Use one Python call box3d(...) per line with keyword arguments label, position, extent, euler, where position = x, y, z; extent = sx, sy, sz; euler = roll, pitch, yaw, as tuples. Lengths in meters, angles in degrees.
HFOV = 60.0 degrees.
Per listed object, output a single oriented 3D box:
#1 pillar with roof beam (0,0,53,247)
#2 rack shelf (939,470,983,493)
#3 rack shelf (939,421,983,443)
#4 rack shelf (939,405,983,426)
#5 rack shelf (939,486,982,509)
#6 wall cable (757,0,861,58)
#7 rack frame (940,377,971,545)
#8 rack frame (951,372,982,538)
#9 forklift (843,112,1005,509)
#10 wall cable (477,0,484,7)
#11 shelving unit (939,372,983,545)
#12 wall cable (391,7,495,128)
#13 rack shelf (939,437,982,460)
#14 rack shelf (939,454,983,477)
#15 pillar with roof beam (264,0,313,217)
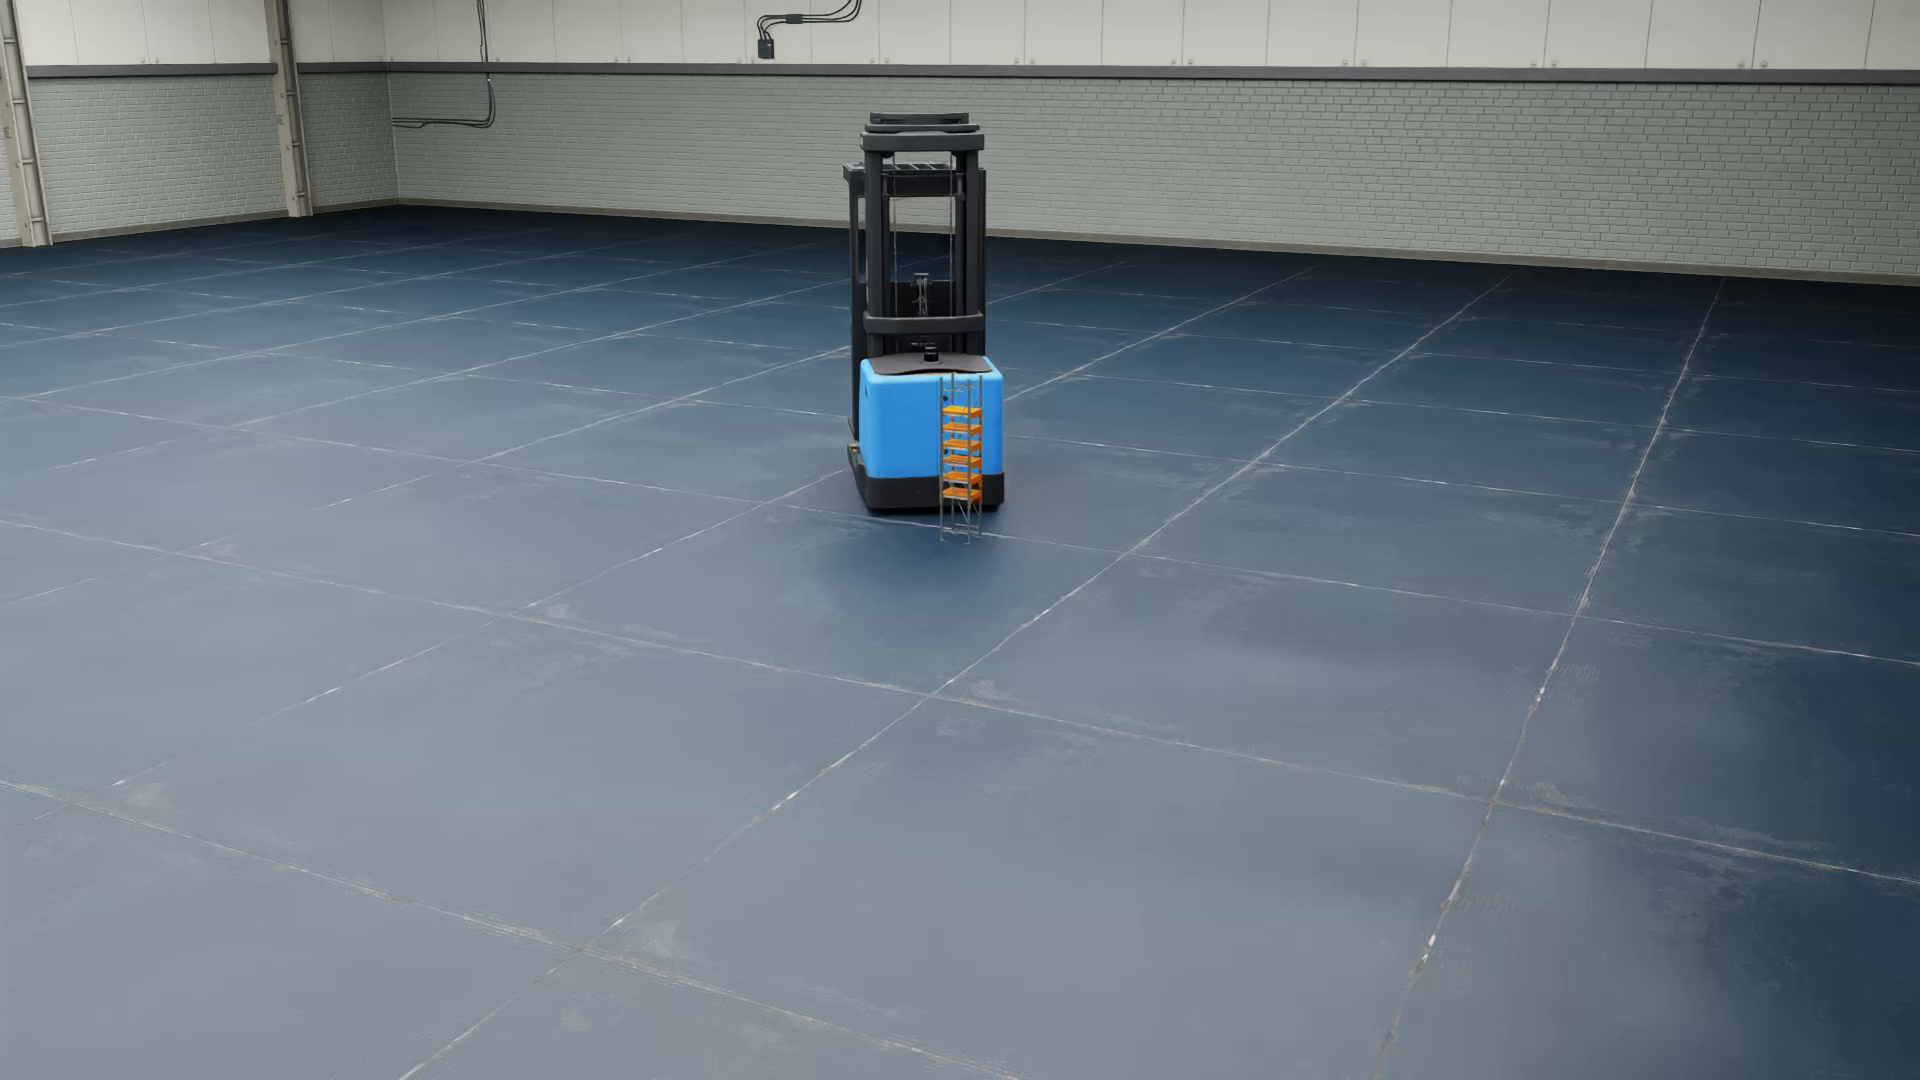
box3d(label="pillar with roof beam", position=(-12.705, -9.058, 26.717), extent=(9.100, 9.000, 0.400), euler=(8, 18, 25))
box3d(label="rack shelf", position=(0.006, -0.421, 11.913), extent=(0.258, 0.103, 0.180), euler=(8, 18, 25))
box3d(label="rack shelf", position=(0.006, -0.766, 11.810), extent=(0.258, 0.103, 0.180), euler=(8, 18, 25))
box3d(label="rack shelf", position=(0.006, -0.881, 11.776), extent=(0.258, 0.103, 0.180), euler=(8, 18, 25))
box3d(label="rack shelf", position=(0.006, -0.306, 11.947), extent=(0.258, 0.103, 0.180), euler=(8, 18, 25))
box3d(label="wall cable", position=(-2.890, -12.135, 31.102), extent=(2.305, 6.003, 0.169), euler=(8, 18, 25))
box3d(label="rack frame", position=(-0.034, -0.556, 11.787), extent=(0.240, 1.200, 0.006), euler=(8, 18, 25))
box3d(label="rack frame", position=(0.047, -0.602, 11.944), extent=(0.240, 1.200, 0.006), euler=(8, 18, 25))
box3d(label="forklift", position=(-0.369, -2.015, 13.659), extent=(1.130, 2.935, 3.031), euler=(-2, 17, -7))
box3d(label="wall cable", position=(-8.956, -12.305, 34.231), extent=(3.097, 2.526, 0.112), euler=(8, 18, 25))
box3d(label="shelving unit", position=(0.006, -0.579, 11.866), extent=(0.258, 1.200, 0.189), euler=(8, 18, 25))
box3d(label="wall cable", position=(-11.376, -10.228, 36.109), extent=(3.097, 2.526, 0.112), euler=(8, 18, 25))
box3d(label="rack shelf", position=(0.006, -0.651, 11.844), extent=(0.258, 0.103, 0.180), euler=(8, 18, 25))
box3d(label="rack shelf", position=(0.006, -0.536, 11.879), extent=(0.258, 0.103, 0.180), euler=(8, 18, 25))
box3d(label="pillar with roof beam", position=(-10.024, -10.587, 31.863), extent=(9.100, 9.000, 0.400), euler=(8, 18, 25))
